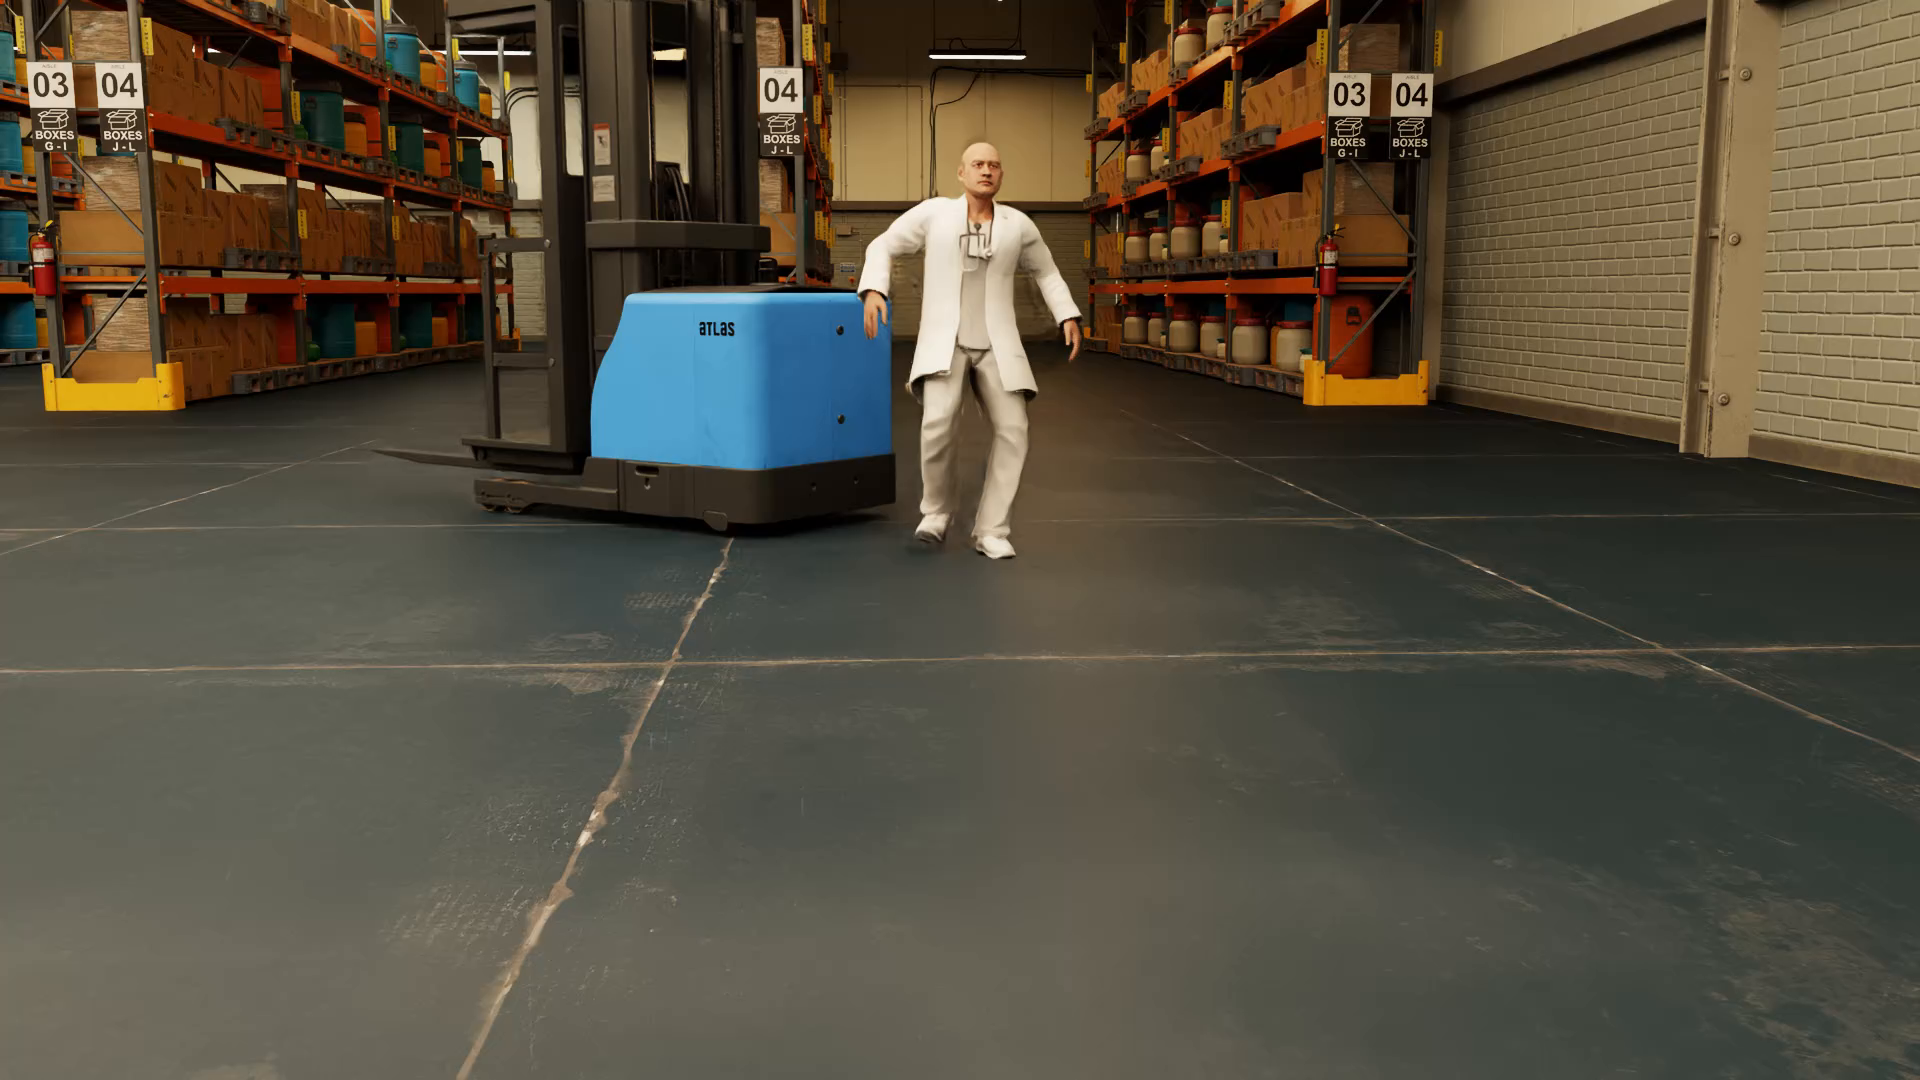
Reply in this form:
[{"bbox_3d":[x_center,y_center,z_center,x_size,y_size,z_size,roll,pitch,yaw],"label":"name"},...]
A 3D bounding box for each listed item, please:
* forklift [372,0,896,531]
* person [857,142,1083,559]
[{"bbox_3d":[-1.805,-1.633,8.330,3.031,2.935,1.130,6,10,35],"label":"forklift"},{"bbox_3d":[0.064,-0.789,6.968,0.979,1.736,0.719,-1,9,-7],"label":"person"}]
